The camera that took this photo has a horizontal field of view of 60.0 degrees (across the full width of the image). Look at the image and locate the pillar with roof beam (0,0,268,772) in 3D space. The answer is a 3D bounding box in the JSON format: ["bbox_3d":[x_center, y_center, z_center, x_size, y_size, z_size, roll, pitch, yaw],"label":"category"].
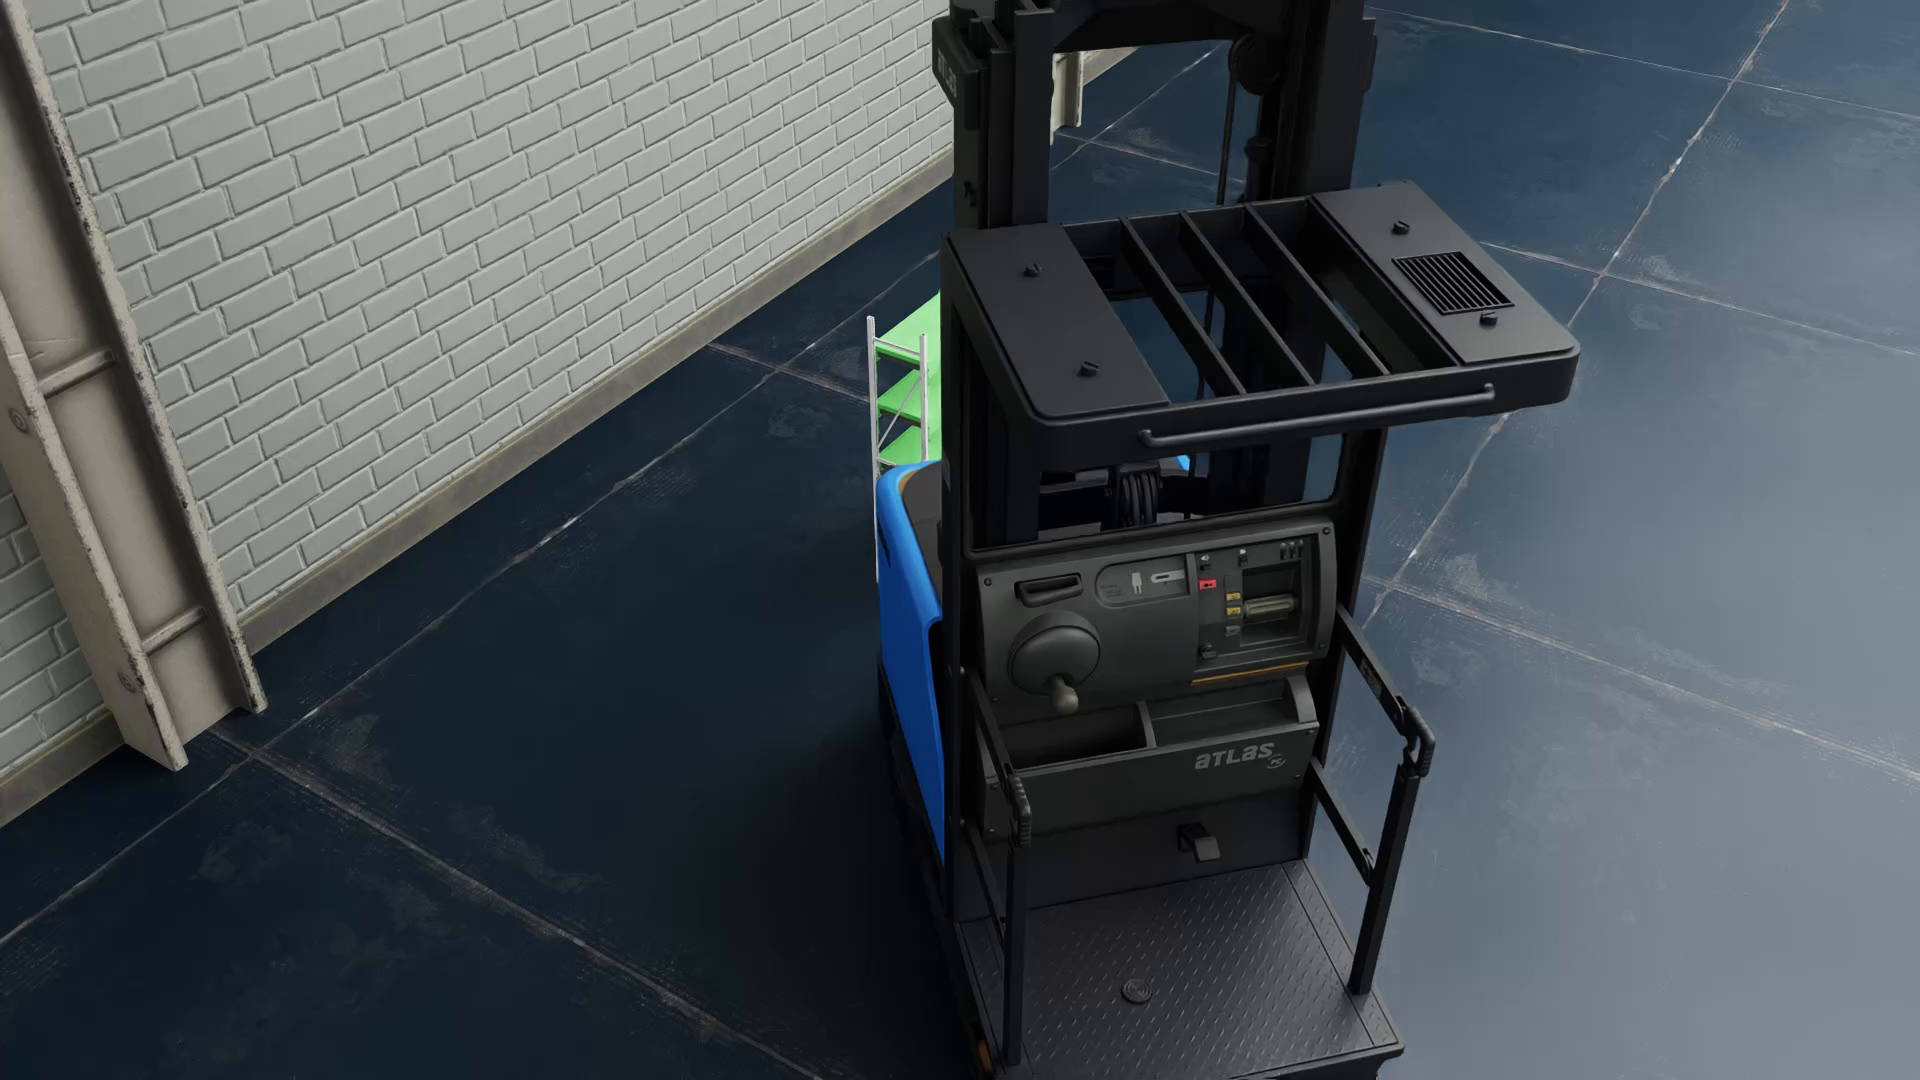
[{"bbox_3d":[0.915,-1.510,1.338,9.100,9.000,0.400,21,42,25],"label":"pillar with roof beam"}]

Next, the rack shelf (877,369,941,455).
[{"bbox_3d":[-0.089,-0.529,6.165,0.258,0.148,0.480,21,42,25],"label":"rack shelf"}]

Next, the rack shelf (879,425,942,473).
[{"bbox_3d":[-0.089,-0.339,6.312,0.258,0.148,0.480,21,42,25],"label":"rack shelf"}]

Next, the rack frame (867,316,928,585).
[{"bbox_3d":[-0.219,-0.264,6.110,0.240,1.200,0.015,21,42,25],"label":"rack frame"}]

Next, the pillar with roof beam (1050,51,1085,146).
[{"bbox_3d":[4.130,-4.603,5.351,9.100,9.000,0.400,21,42,25],"label":"pillar with roof beam"}]

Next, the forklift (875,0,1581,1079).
[{"bbox_3d":[0.554,0.263,4.008,1.130,2.935,3.031,-8,38,-11],"label":"forklift"}]

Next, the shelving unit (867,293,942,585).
[{"bbox_3d":[-0.089,-0.390,6.273,0.258,1.200,0.503,21,42,25],"label":"shelving unit"}]

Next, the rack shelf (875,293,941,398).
[{"bbox_3d":[-0.089,-0.719,6.019,0.258,0.148,0.480,21,42,25],"label":"rack shelf"}]
